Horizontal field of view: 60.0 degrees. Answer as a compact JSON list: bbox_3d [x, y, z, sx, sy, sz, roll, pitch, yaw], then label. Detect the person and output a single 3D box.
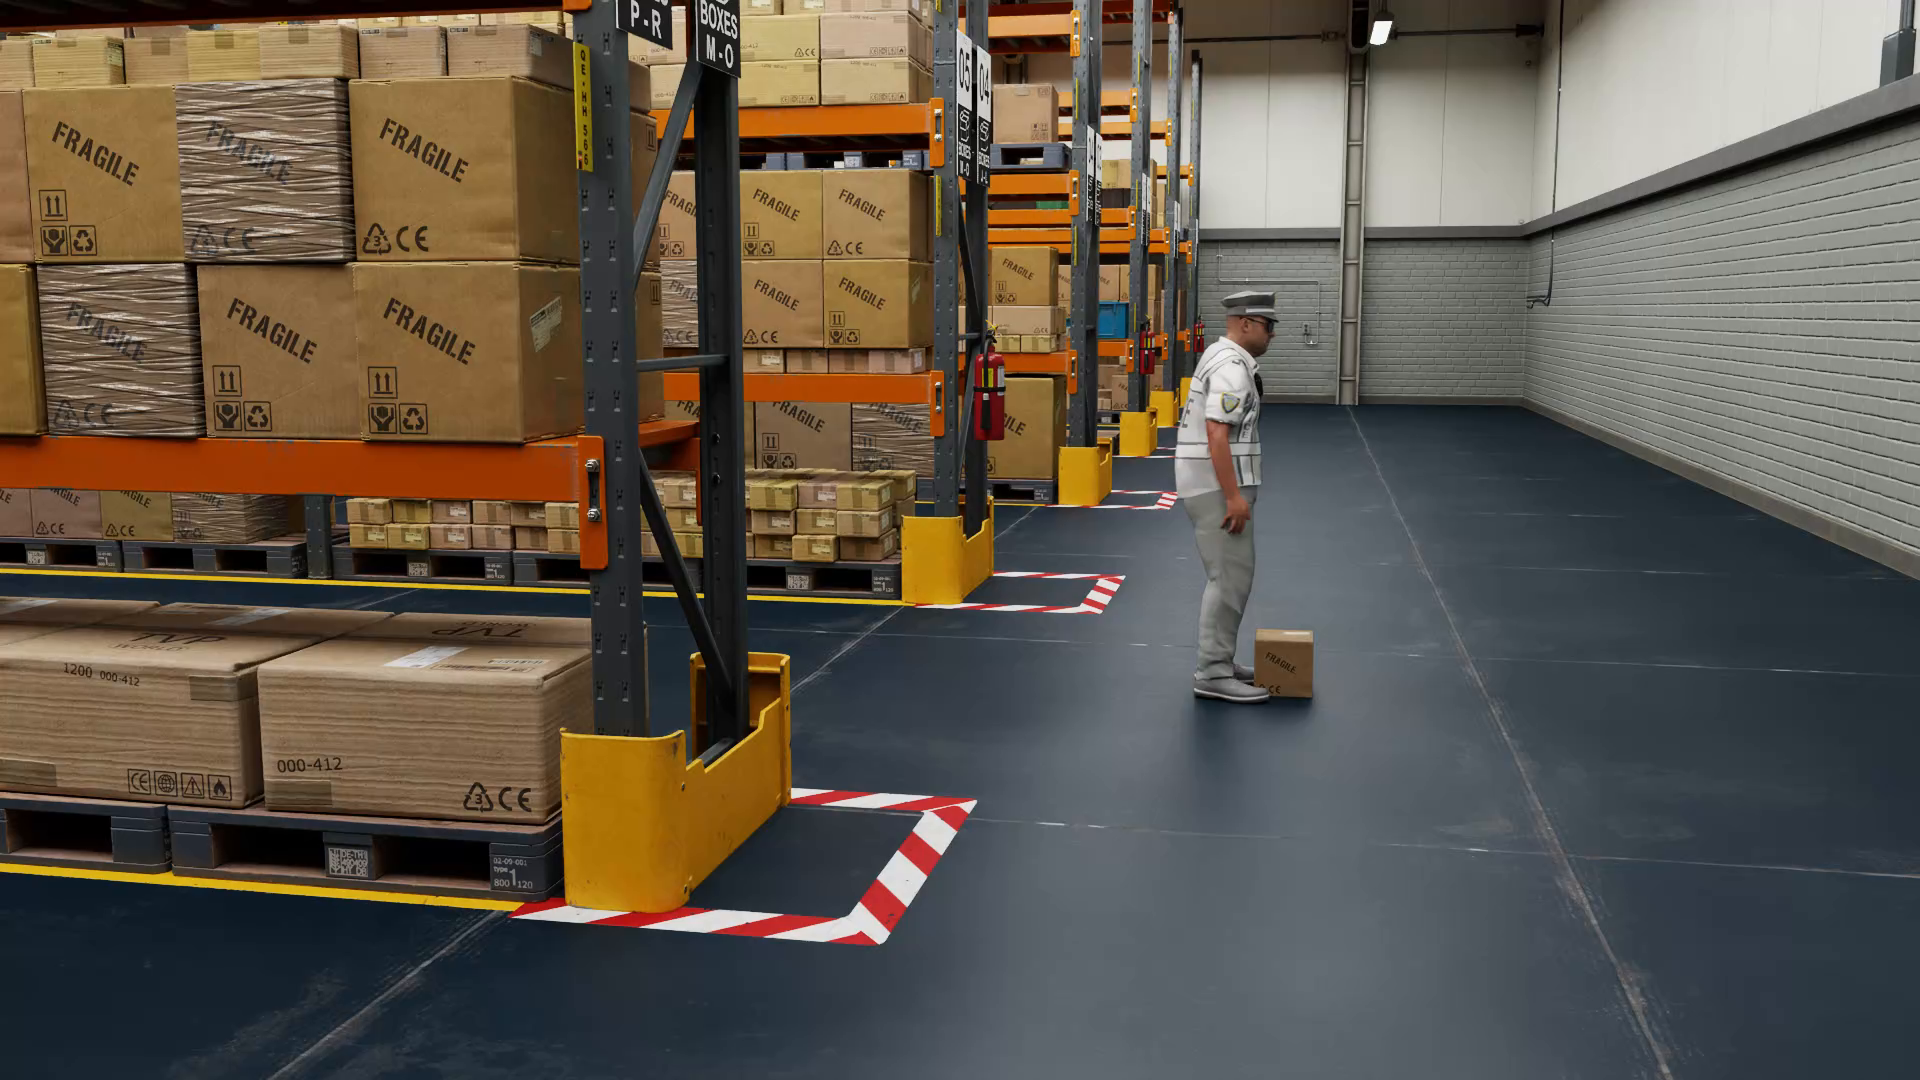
[{"bbox_3d":[1.160,-0.207,7.278,0.435,1.748,0.591,1,8,10],"label":"person"}]
